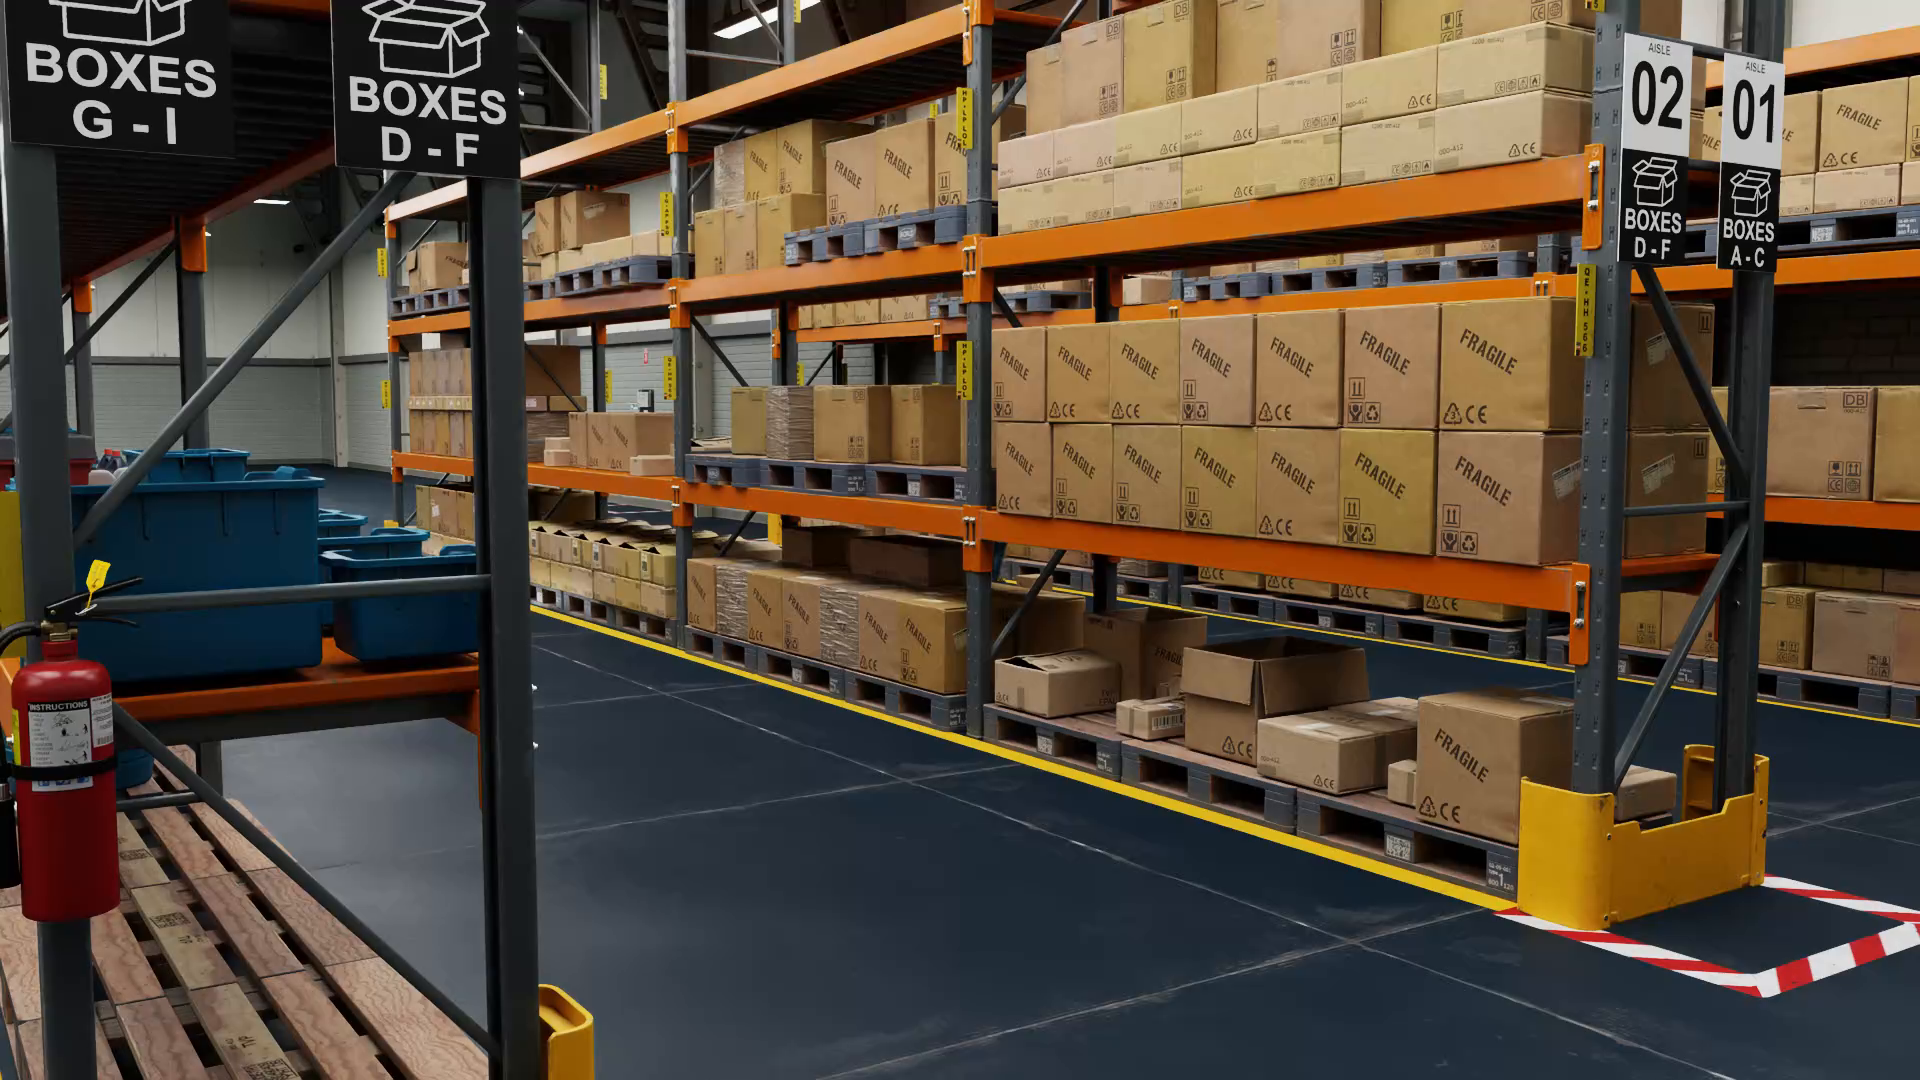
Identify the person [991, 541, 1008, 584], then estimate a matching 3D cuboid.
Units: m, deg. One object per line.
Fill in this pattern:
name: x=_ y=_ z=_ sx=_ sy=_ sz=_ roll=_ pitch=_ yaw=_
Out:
person: x=0.374 y=-0.186 z=15.500 sx=0.461 sy=1.576 sz=0.808 roll=2 pitch=5 yaw=27
